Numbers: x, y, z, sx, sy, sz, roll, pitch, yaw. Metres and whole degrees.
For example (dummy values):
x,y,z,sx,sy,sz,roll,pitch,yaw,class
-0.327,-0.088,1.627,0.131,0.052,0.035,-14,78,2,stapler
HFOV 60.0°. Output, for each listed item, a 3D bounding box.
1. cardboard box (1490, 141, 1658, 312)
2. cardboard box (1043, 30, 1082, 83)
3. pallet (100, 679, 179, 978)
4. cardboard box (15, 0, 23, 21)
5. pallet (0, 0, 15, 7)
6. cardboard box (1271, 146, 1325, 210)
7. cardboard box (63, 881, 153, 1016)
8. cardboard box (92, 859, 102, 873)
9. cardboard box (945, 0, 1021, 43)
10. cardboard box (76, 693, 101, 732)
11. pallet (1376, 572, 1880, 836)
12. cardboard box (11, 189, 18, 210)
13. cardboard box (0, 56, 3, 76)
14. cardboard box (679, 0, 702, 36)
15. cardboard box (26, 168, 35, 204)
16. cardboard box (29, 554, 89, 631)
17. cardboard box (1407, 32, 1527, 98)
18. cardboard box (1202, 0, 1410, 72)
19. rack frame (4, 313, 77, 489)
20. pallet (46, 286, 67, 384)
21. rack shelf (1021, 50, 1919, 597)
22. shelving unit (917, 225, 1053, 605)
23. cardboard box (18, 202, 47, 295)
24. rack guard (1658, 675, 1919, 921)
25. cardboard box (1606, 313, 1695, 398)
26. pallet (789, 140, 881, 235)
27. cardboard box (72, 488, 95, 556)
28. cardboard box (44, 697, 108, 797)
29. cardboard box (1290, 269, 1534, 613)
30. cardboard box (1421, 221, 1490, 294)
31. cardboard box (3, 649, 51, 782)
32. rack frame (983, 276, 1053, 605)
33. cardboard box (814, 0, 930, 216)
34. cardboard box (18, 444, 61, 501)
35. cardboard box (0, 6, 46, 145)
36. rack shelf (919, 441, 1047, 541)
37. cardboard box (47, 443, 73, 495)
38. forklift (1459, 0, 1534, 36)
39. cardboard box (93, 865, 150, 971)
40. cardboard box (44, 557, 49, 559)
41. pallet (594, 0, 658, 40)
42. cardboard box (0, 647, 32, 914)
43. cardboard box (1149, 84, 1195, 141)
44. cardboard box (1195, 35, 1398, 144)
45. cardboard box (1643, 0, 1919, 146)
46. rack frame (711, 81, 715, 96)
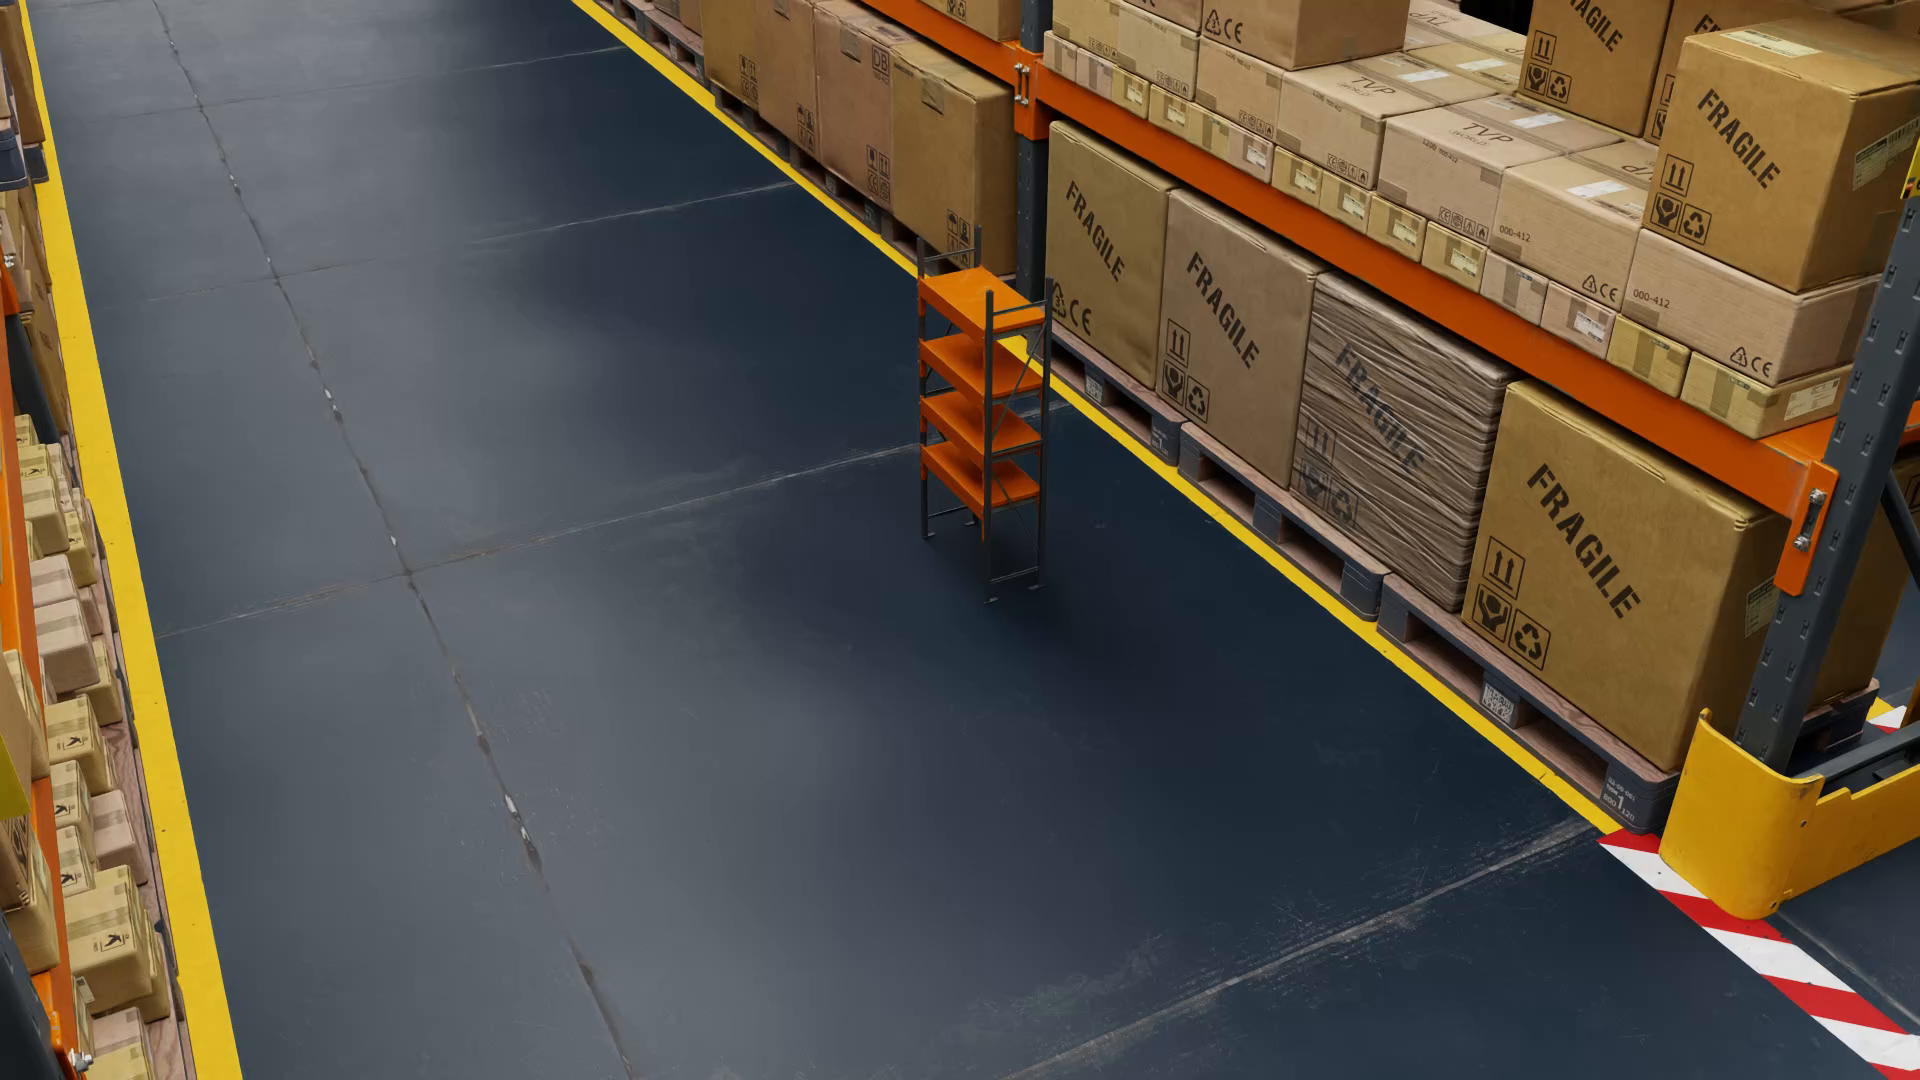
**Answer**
x,y,z,sx,sy,sz,roll,pitch,yaw,class
1.893,-0.905,4.746,0.500,0.250,0.500,-17,36,-24,cardboard box
0.568,-2.015,6.847,0.380,0.149,0.250,-16,36,-23,cardboard box
-2.793,0.922,4.614,1.003,0.211,1.213,-16,36,-23,pallet
-7.071,-3.920,11.284,1.050,0.750,0.750,-16,36,-23,cardboard box
-5.149,-2.661,7.801,1.213,0.211,1.003,-16,36,-23,pallet
1.297,-1.271,5.687,0.380,0.149,0.250,-17,36,-24,cardboard box
-2.028,0.947,3.694,0.380,0.149,0.250,-16,36,-23,cardboard box
-2.348,0.987,4.182,0.380,0.149,0.250,-16,36,-23,cardboard box
0.265,-2.542,7.345,0.500,0.500,0.500,-16,36,-23,cardboard box
-2.681,0.614,4.764,0.380,0.149,0.250,-15,36,-22,cardboard box
2.148,0.376,5.468,1.003,0.211,1.213,-16,36,-23,pallet
-4.305,-1.503,7.049,0.500,0.250,0.500,-14,35,-21,cardboard box
-3.734,-1.772,6.079,0.380,0.149,0.250,-16,36,-23,cardboard box
-1.470,-3.702,11.157,0.700,0.500,0.500,-18,37,-26,cardboard box
-5.037,-1.931,8.412,0.500,0.500,0.500,-16,36,-23,cardboard box
-2.777,0.210,4.844,0.380,0.149,0.250,-18,37,-25,cardboard box
1.878,-1.530,5.722,0.500,0.250,0.500,-17,36,-24,cardboard box
1.191,-1.946,5.676,0.500,0.500,0.500,-17,36,-25,cardboard box
-3.710,-1.146,5.259,1.000,3.000,0.127,-16,36,-23,rack frame
-4.647,-0.926,7.500,1.003,0.211,1.213,-16,36,-23,pallet
1.657,-1.088,5.835,1.077,0.370,4.000,-16,36,-23,rack shelf
0.077,-0.426,5.803,0.258,1.200,0.503,-16,36,-23,shelving unit
-4.324,-1.189,7.252,0.500,0.500,0.500,-15,36,-22,cardboard box
2.601,0.627,4.807,1.175,0.500,0.348,-16,36,-23,rack guard
2.010,-0.542,4.548,0.380,0.149,0.250,-15,36,-23,cardboard box
-0.274,-2.104,9.338,1.003,0.211,1.213,-16,36,-23,pallet
-3.226,-0.021,5.756,0.380,0.149,0.250,-15,36,-23,cardboard box
-2.420,0.577,4.270,0.380,0.149,0.250,-15,36,-22,cardboard box
1.796,-0.438,5.734,0.875,0.875,0.875,-16,36,-23,cardboard box
1.655,-0.905,5.115,0.380,0.149,0.250,-17,36,-24,cardboard box
-1.940,0.379,3.111,0.380,0.149,0.250,-17,36,-24,cardboard box
0.191,-0.310,5.621,0.240,1.200,0.015,-16,36,-23,rack frame
-0.009,-2.354,8.725,1.225,0.875,0.875,-17,36,-25,cardboard box
-3.160,-0.157,5.416,0.380,0.149,0.250,-15,36,-23,cardboard box
-5.780,-2.598,9.221,1.050,0.750,0.750,-16,36,-24,cardboard box
0.077,-0.202,5.946,0.258,0.148,0.480,-16,36,-23,rack shelf
-3.282,-0.178,5.724,0.380,0.149,0.250,-15,36,-22,cardboard box
2.902,-2.415,7.302,1.130,2.935,3.031,25,40,34,forklift
-2.156,0.957,3.953,0.380,0.149,0.250,-15,35,-22,cardboard box
-2.974,0.216,5.110,0.380,0.149,0.250,-16,36,-23,cardboard box
-2.068,-4.035,12.353,1.003,0.211,1.213,-16,36,-23,pallet
-1.810,0.312,2.615,0.500,0.500,0.500,-14,35,-21,cardboard box
0.938,-1.639,6.260,0.380,0.149,0.250,-17,36,-24,cardboard box
1.186,-1.633,5.882,0.500,0.250,0.500,-15,36,-22,cardboard box
2.372,-1.350,4.745,0.500,0.500,0.500,-17,36,-24,cardboard box
-1.140,-4.254,10.110,1.000,3.000,0.127,-16,36,-23,rack frame
